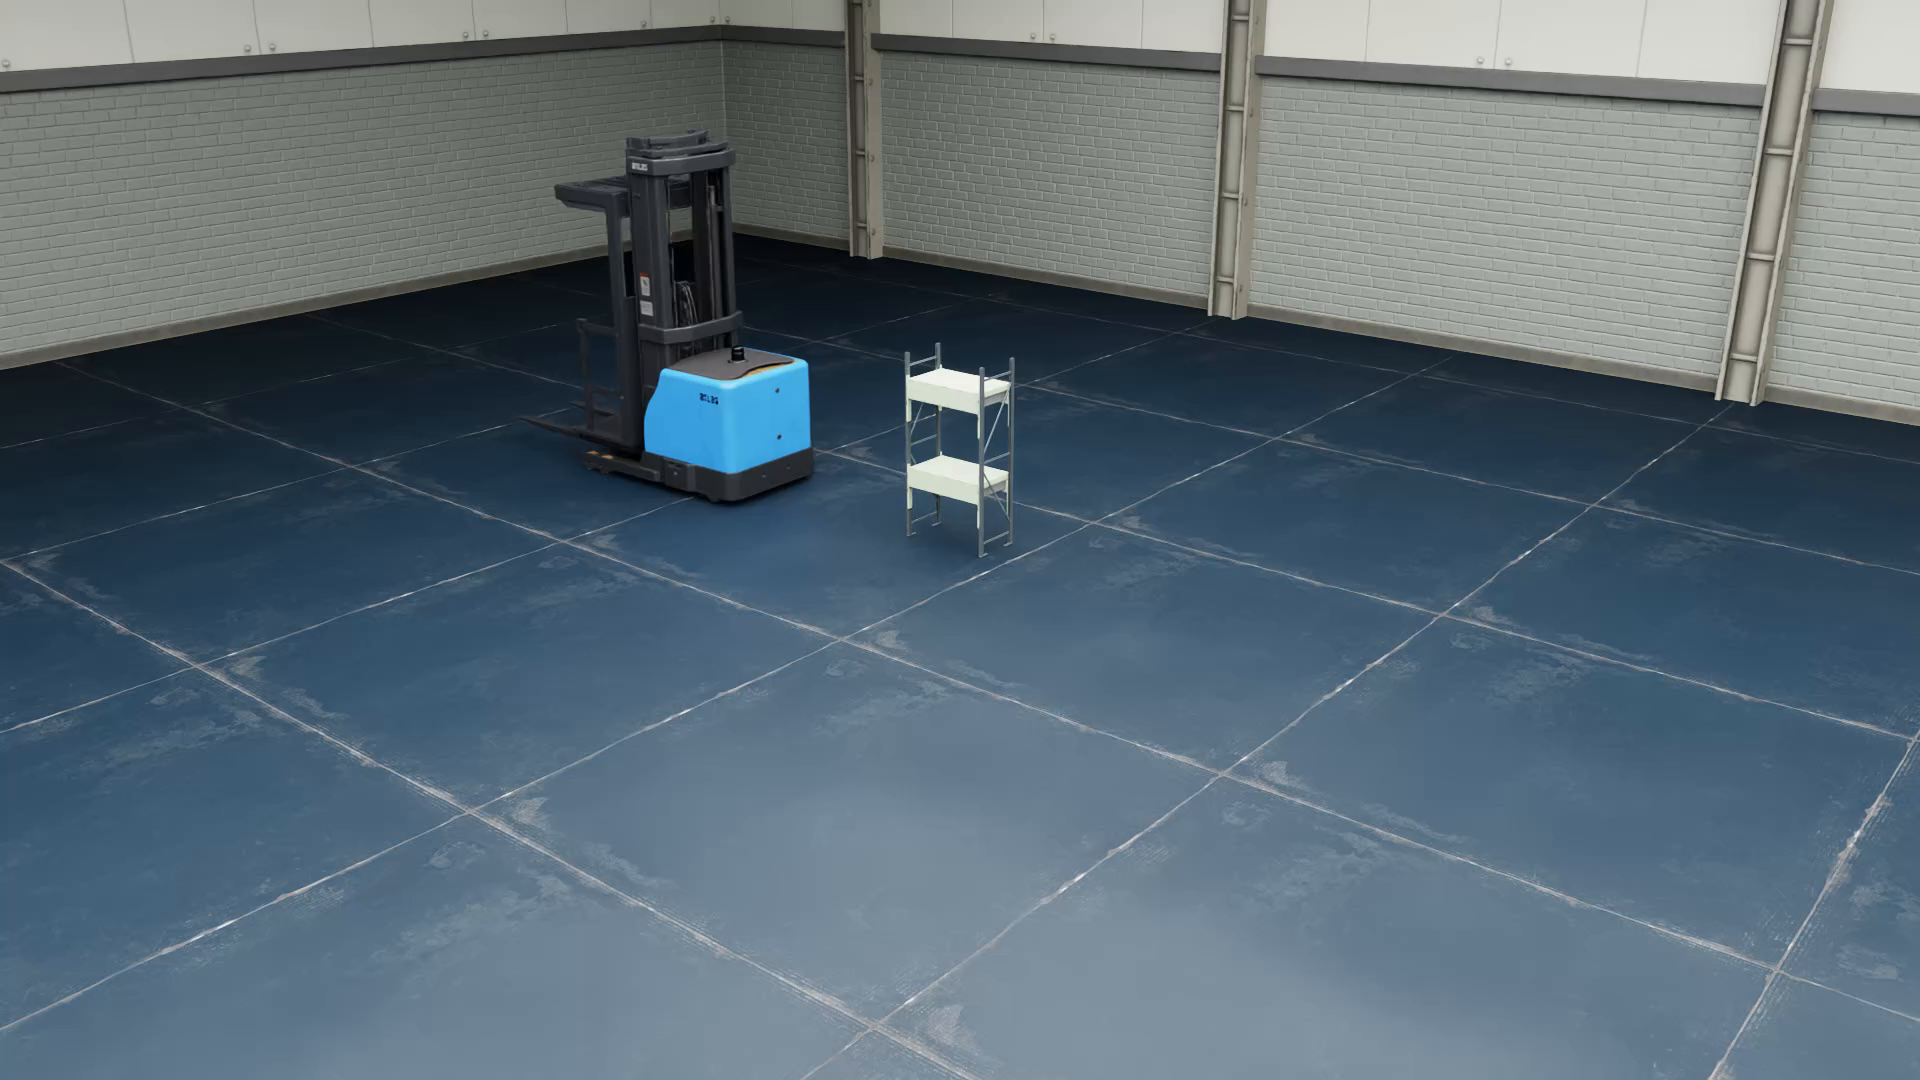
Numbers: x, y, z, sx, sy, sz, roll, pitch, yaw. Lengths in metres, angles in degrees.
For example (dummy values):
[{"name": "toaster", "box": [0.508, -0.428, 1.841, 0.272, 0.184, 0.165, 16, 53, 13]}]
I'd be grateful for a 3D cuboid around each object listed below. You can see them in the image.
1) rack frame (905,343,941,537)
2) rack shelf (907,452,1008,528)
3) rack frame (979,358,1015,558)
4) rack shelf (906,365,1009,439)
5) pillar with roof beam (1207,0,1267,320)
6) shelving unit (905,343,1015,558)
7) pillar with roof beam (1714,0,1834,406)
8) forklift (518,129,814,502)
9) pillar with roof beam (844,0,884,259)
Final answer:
[{"name": "rack frame", "box": [-0.289, -0.785, 13.124, 0.023, 1.500, 0.400, 16, 26, 36]}, {"name": "rack shelf", "box": [-0.005, -0.398, 13.023, 0.720, 0.370, 0.431, 16, 26, 36]}, {"name": "rack frame", "box": [0.278, -0.622, 12.691, 0.023, 1.500, 0.400, 16, 26, 36]}, {"name": "rack shelf", "box": [-0.005, -1.068, 12.770, 0.720, 0.370, 0.431, 16, 26, 36]}, {"name": "pillar with roof beam", "box": [0.579, -5.805, 15.807, 0.400, 9.000, 9.100, 16, 26, 36]}, {"name": "shelving unit", "box": [-0.005, -0.703, 12.907, 0.755, 1.500, 0.431, 16, 26, 36]}, {"name": "pillar with roof beam", "box": [5.227, -4.466, 12.257, 0.400, 9.000, 9.100, 16, 26, 36]}, {"name": "forklift", "box": [-2.754, -2.088, 14.551, 3.031, 2.935, 1.130, 15, 26, 35]}, {"name": "pillar with roof beam", "box": [-4.069, -7.143, 19.357, 0.400, 9.000, 9.100, 16, 26, 36]}]
